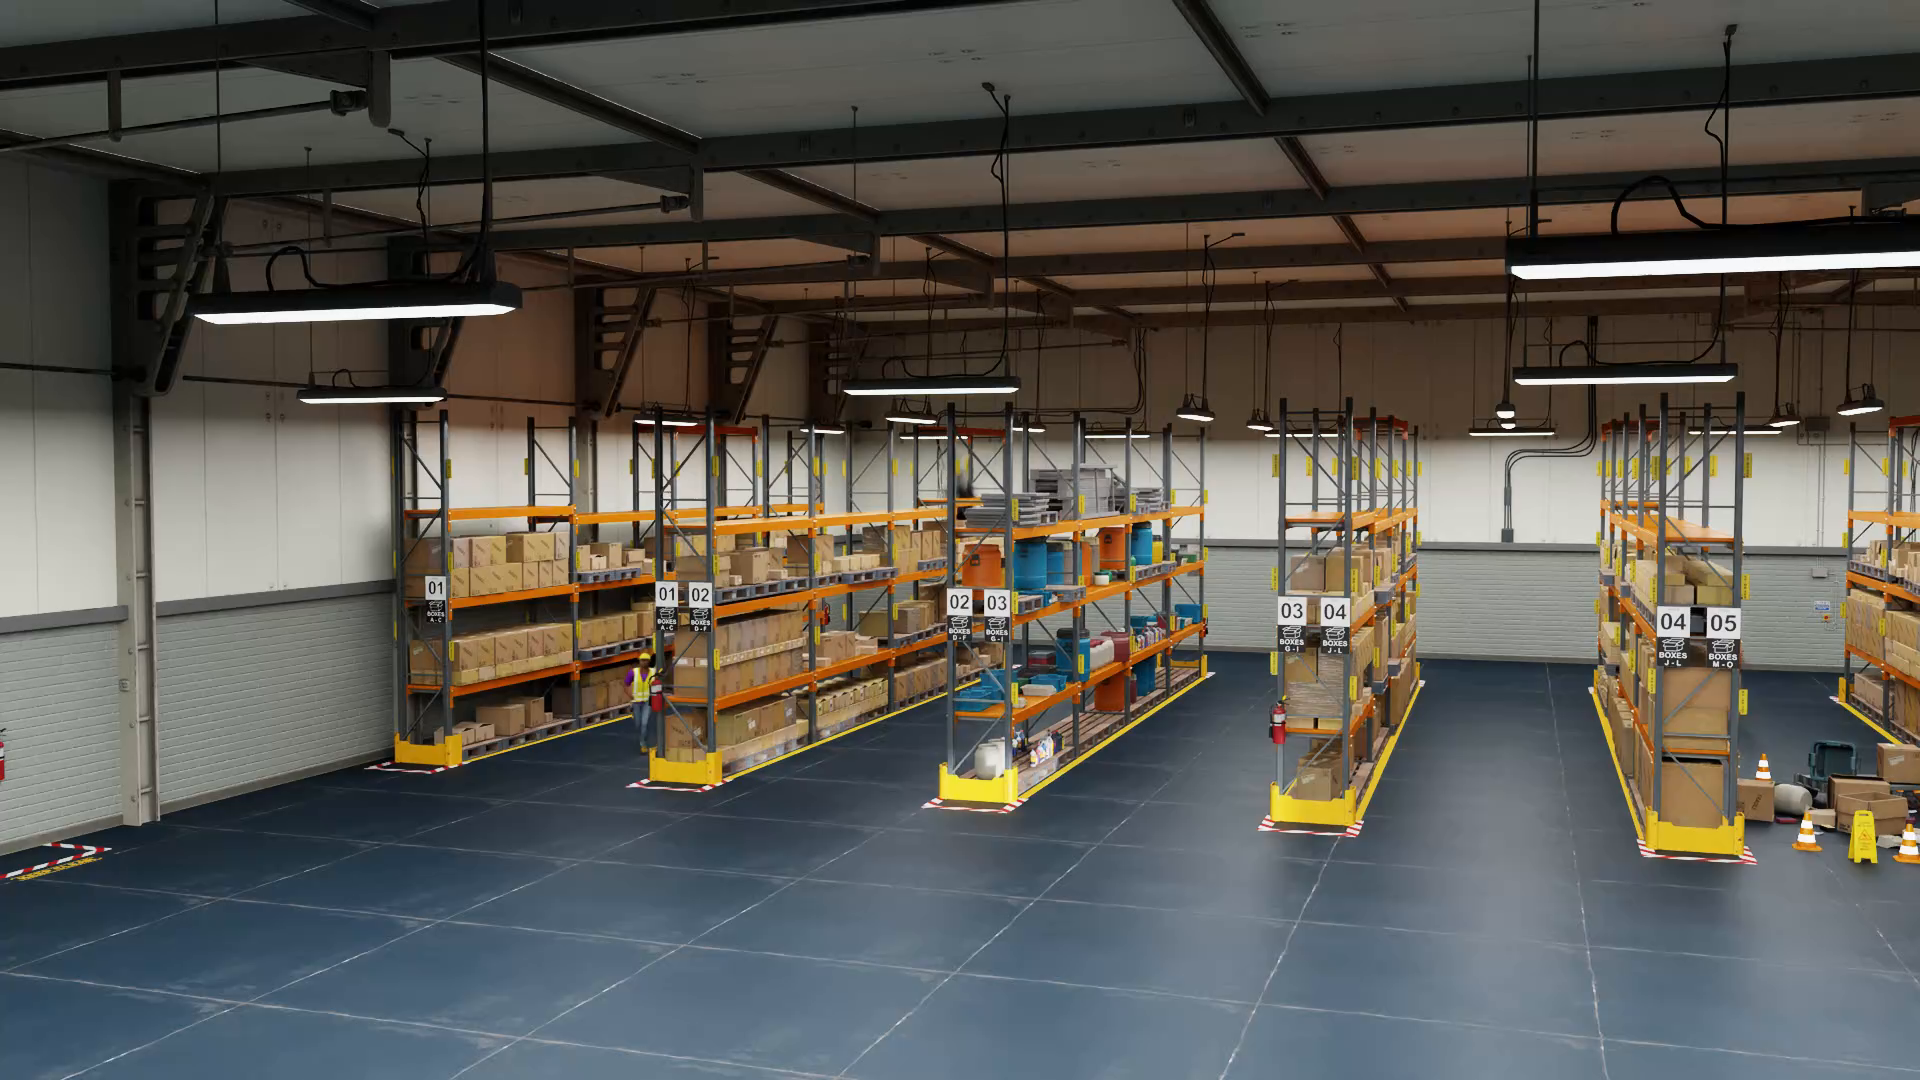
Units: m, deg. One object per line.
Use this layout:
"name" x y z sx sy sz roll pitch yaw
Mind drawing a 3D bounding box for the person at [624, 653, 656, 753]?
"person" -5.620 2.875 29.530 0.692 1.751 0.713 0 2 -8
